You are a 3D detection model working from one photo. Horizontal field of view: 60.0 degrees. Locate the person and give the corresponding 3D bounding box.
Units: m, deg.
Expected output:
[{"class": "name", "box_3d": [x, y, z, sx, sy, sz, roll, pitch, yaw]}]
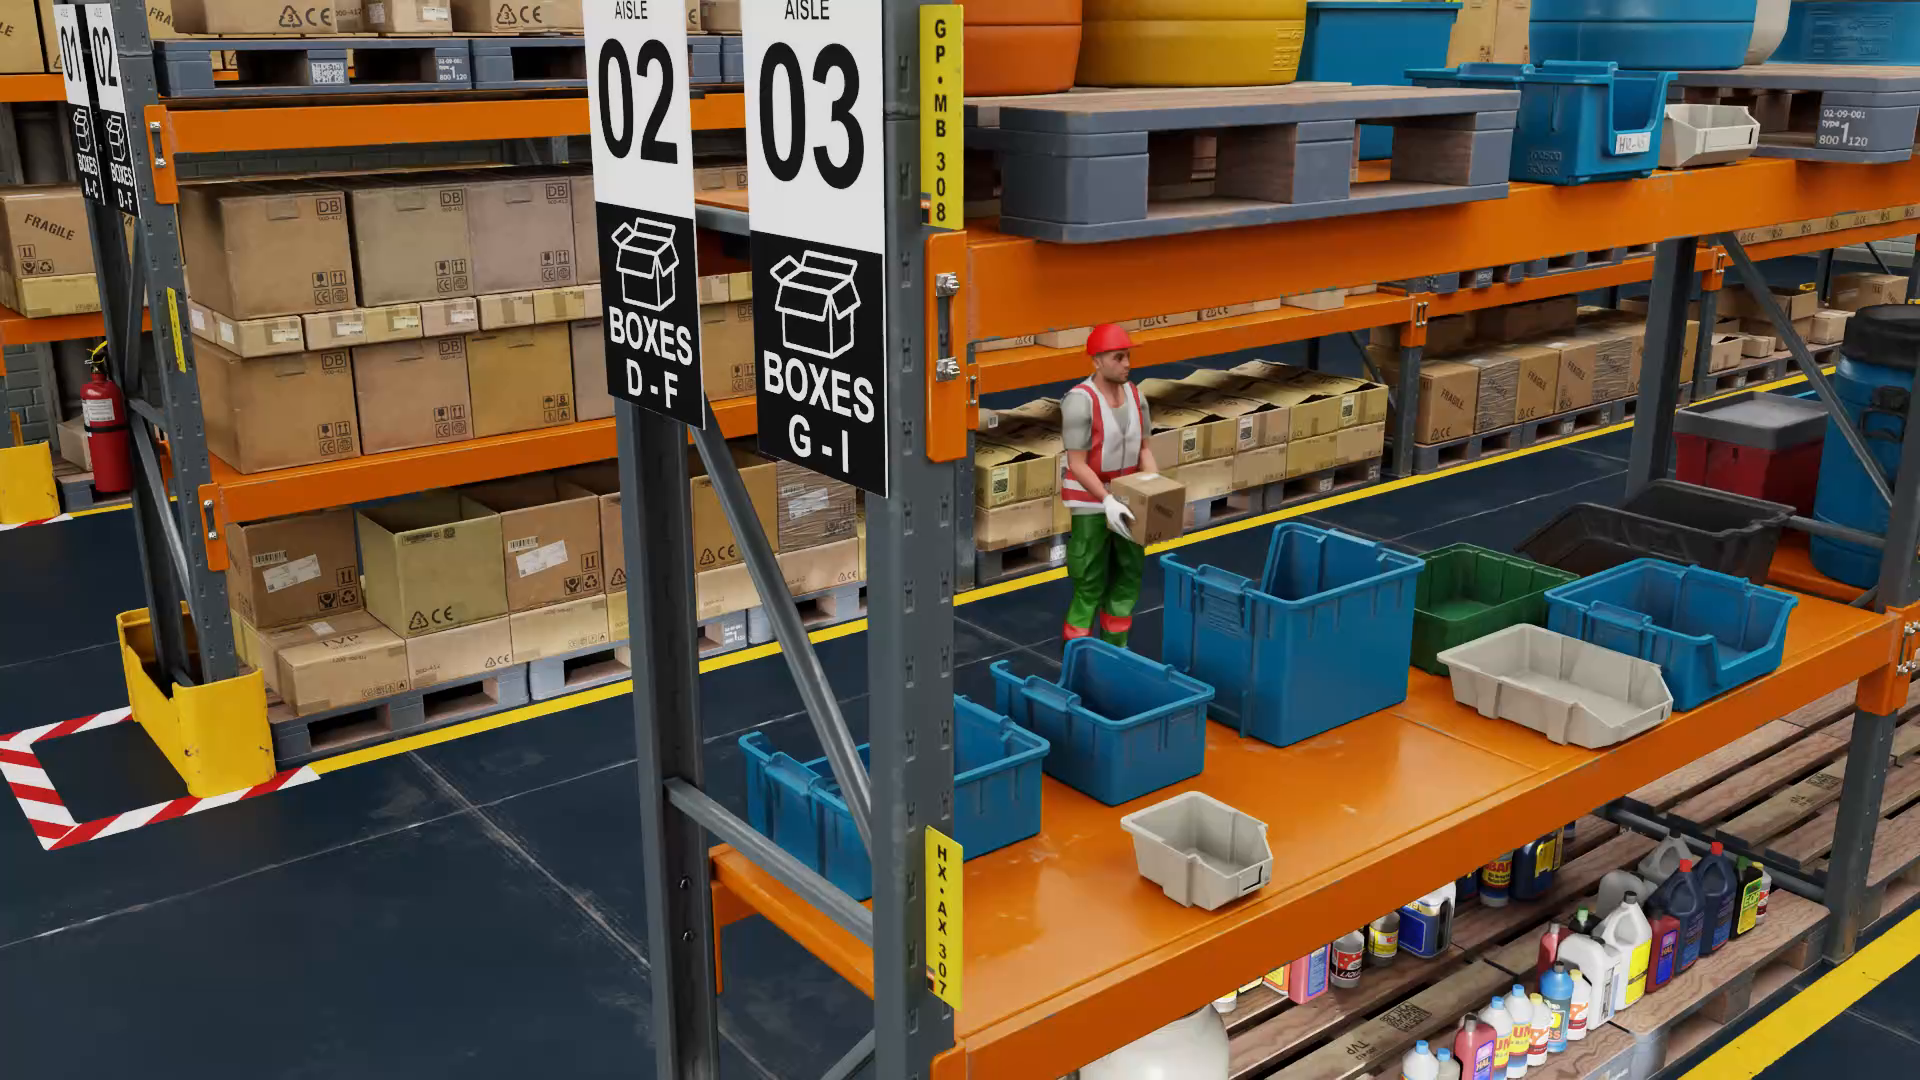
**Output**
[{"class": "person", "box_3d": [0.750, -0.129, 7.910, 0.526, 1.794, 0.519, -14, 22, -37]}]
